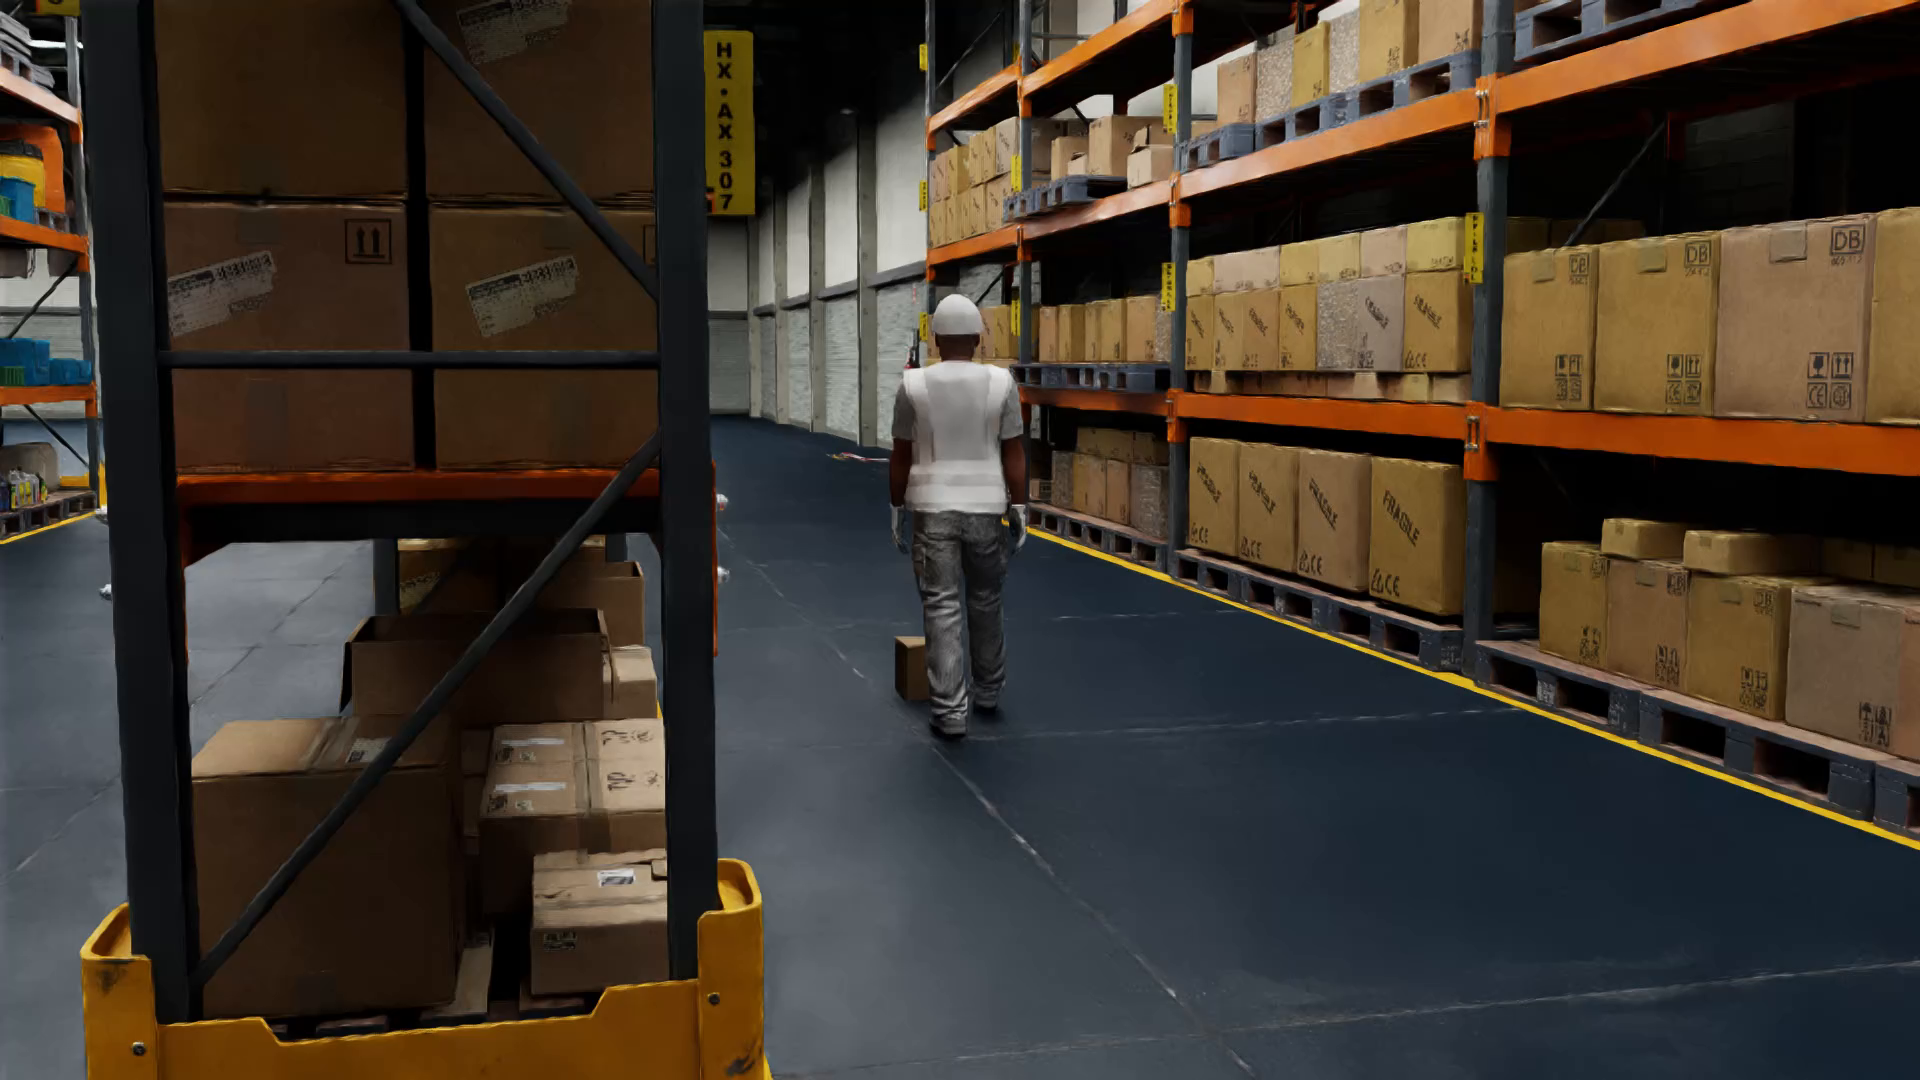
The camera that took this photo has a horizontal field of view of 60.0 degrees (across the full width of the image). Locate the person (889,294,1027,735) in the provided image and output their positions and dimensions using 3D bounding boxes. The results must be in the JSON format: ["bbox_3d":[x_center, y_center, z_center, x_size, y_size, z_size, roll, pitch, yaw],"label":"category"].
[{"bbox_3d":[-0.035,-0.132,6.963,0.554,1.767,0.771,-1,6,-9],"label":"person"}]
